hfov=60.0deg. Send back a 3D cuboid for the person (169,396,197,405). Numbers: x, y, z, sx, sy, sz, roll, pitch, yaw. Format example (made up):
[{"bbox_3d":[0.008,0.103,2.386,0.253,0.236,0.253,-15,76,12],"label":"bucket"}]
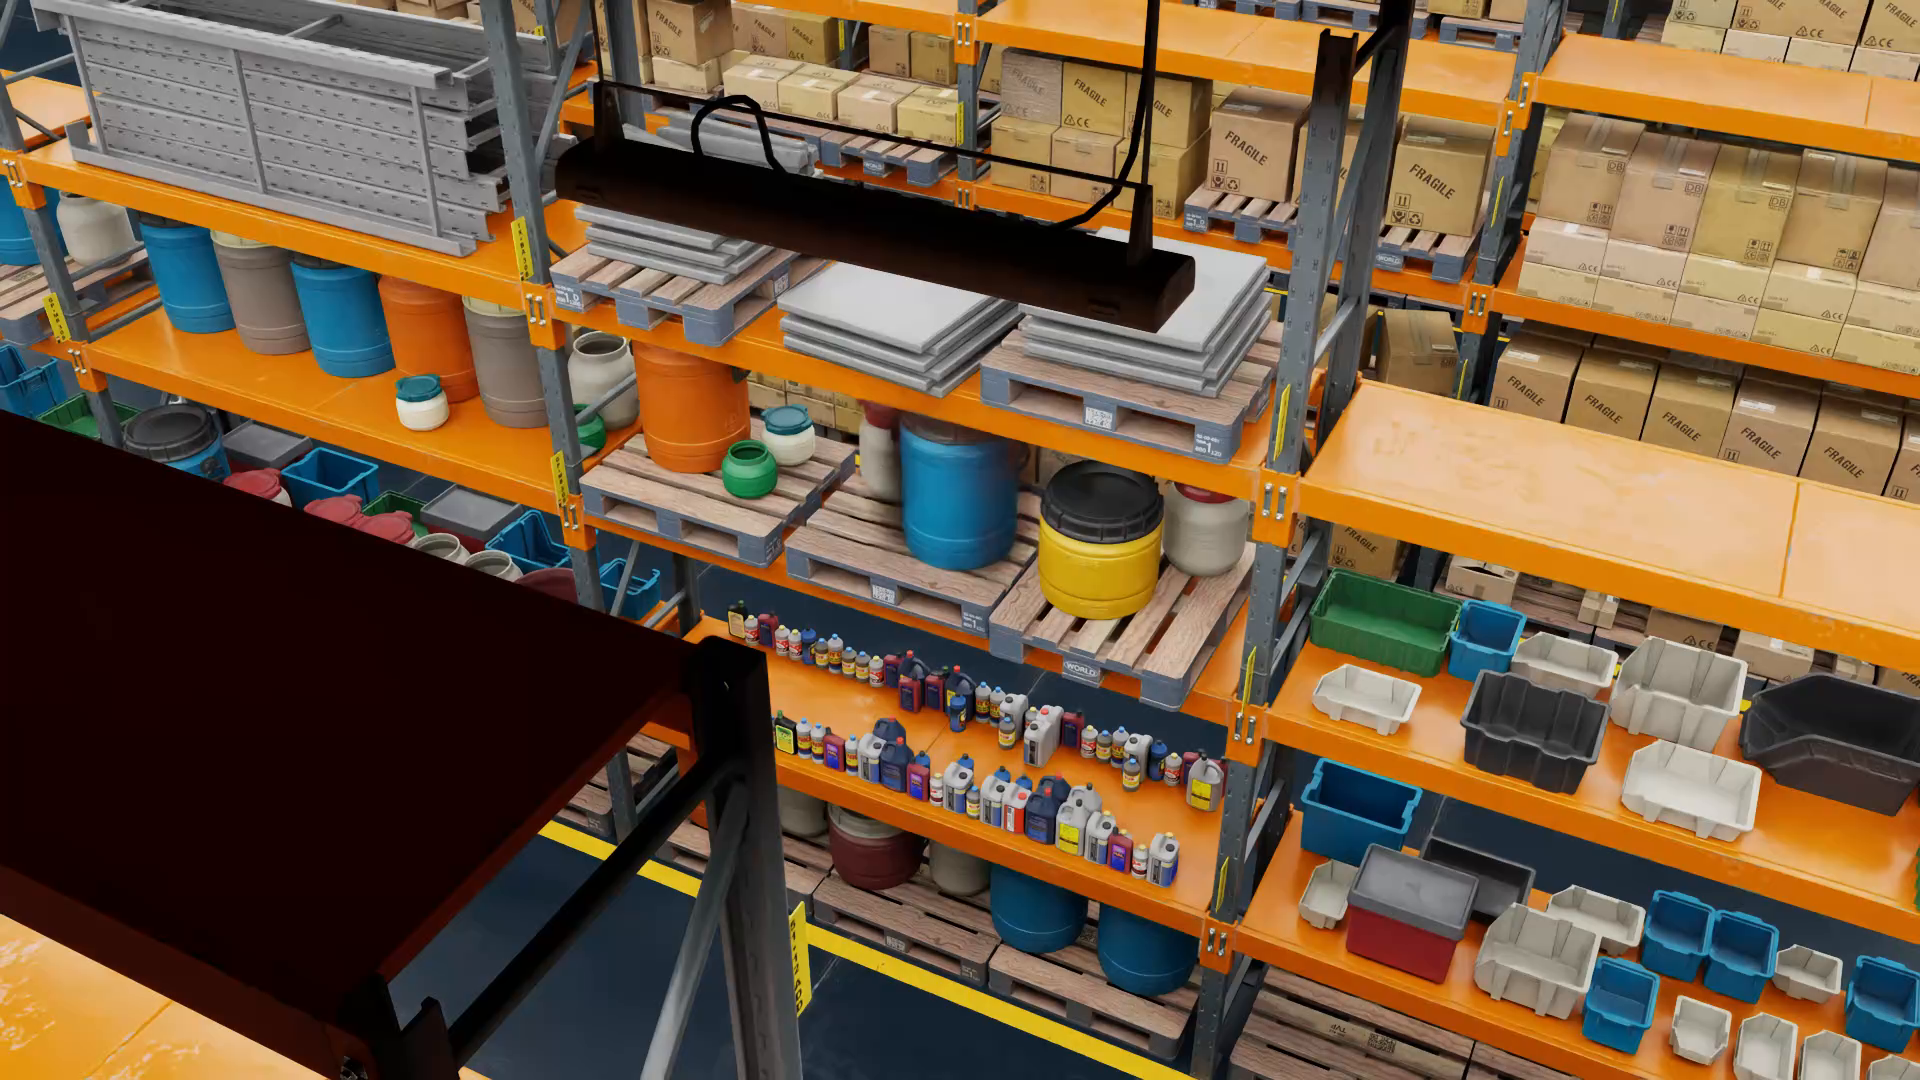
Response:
[{"bbox_3d":[-6.987,-1.829,15.113,0.842,1.572,0.434,-7,36,-10],"label":"person"}]
